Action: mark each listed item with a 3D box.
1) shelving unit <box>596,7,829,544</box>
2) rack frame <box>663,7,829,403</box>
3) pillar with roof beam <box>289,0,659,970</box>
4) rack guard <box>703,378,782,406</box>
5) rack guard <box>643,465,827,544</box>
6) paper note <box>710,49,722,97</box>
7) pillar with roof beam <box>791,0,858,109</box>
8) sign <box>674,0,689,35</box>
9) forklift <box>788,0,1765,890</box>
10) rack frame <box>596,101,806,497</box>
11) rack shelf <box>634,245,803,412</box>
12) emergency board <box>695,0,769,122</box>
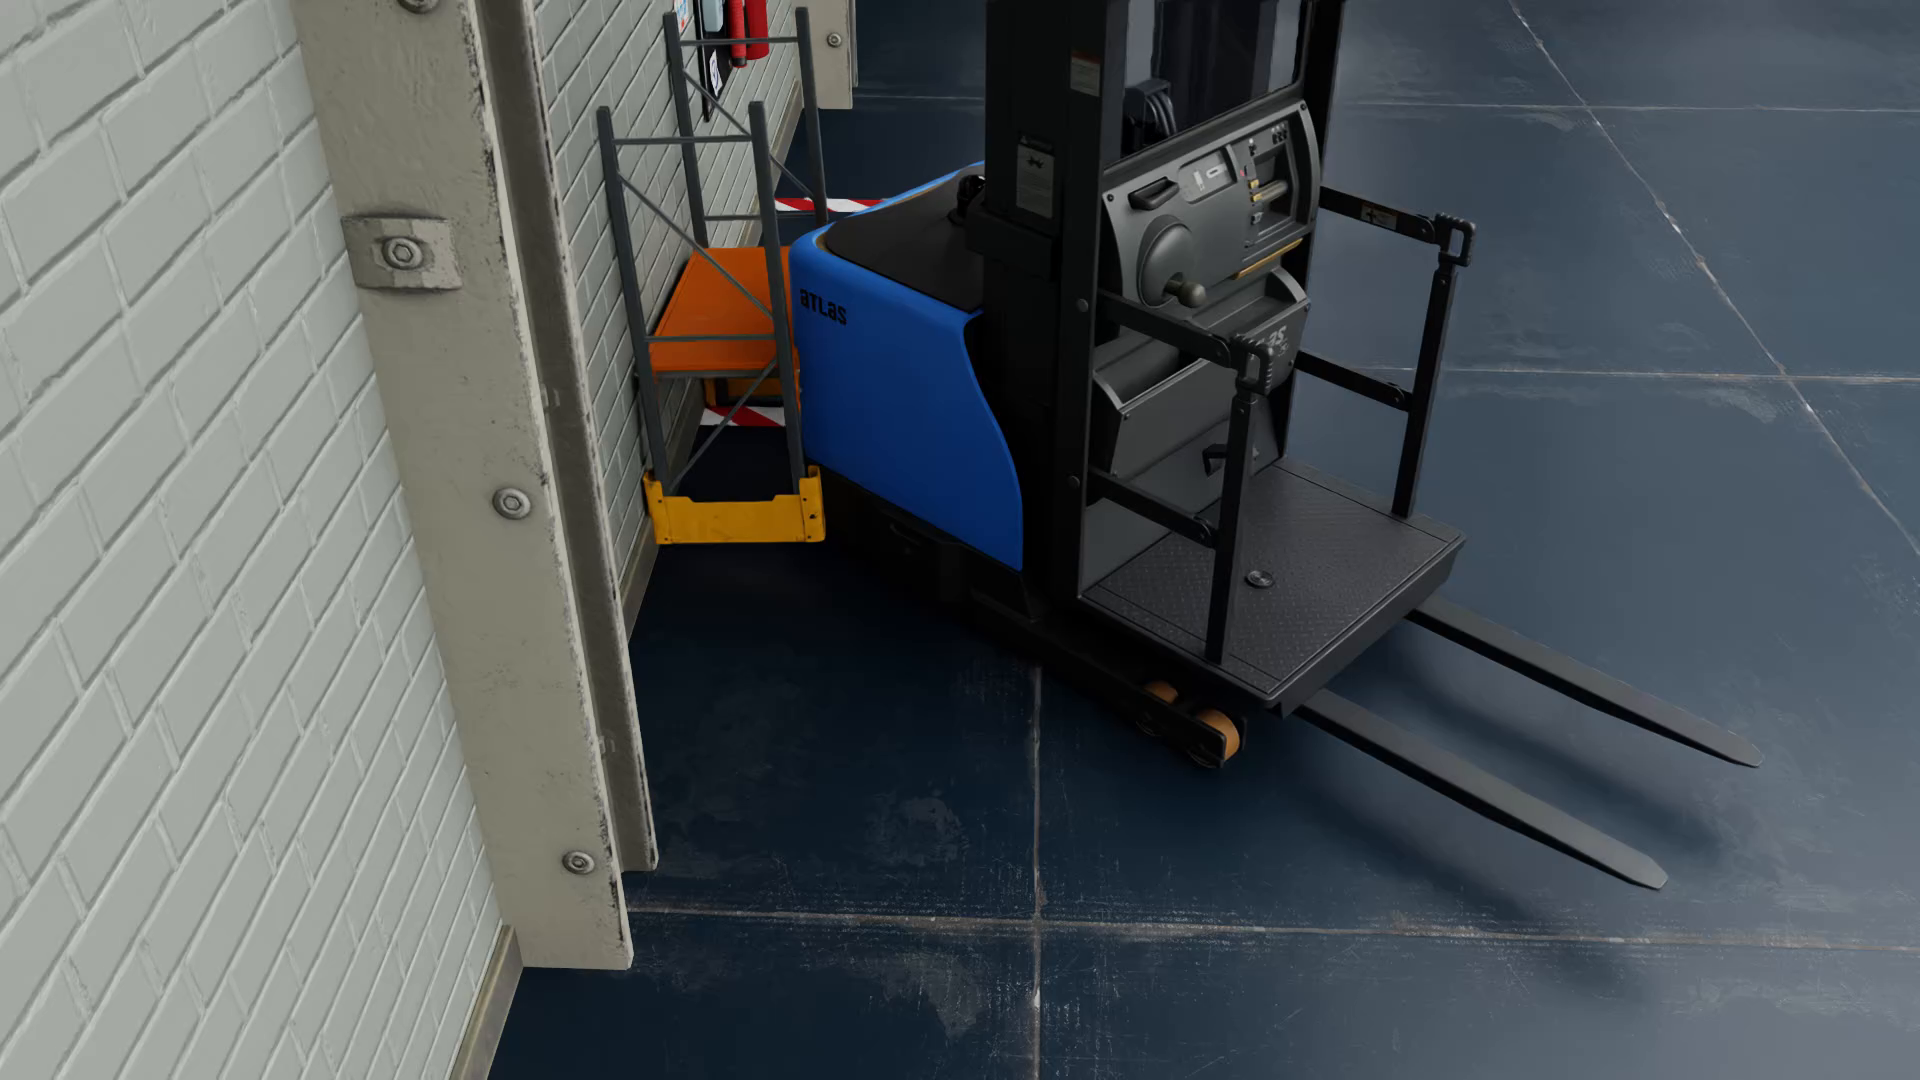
[{"bbox_3d":[-0.759,-0.912,5.679,0.587,1.500,1.083,-1,33,4],"label":"shelving unit"},{"bbox_3d":[-0.734,-1.181,6.099,0.500,1.500,0.032,-1,33,4],"label":"rack frame"},{"bbox_3d":[3.320,-2.614,1.643,9.100,9.000,0.400,1,35,2],"label":"pillar with roof beam"},{"bbox_3d":[-0.704,-0.654,6.433,0.587,0.250,0.087,-1,33,4],"label":"rack guard"},{"bbox_3d":[-0.754,-0.118,5.596,0.587,0.250,0.087,-1,33,4],"label":"rack guard"},{"bbox_3d":[-0.954,-1.826,6.506,0.016,0.148,0.142,1,35,2],"label":"paper note"},{"bbox_3d":[3.561,-6.061,6.548,9.100,9.000,0.400,1,35,2],"label":"pillar with roof beam"},{"bbox_3d":[-1.003,-1.986,5.936,0.001,0.329,0.234,1,35,2],"label":"sign"},{"bbox_3d":[0.860,-0.884,4.458,3.031,2.935,1.130,28,44,34],"label":"forklift"},{"bbox_3d":[-0.785,-0.634,5.244,0.500,1.500,0.032,-1,33,4],"label":"rack frame"},{"bbox_3d":[-0.751,-0.756,5.768,0.538,0.185,1.000,-1,33,4],"label":"rack shelf"},{"bbox_3d":[-0.878,-2.287,6.395,0.194,1.169,0.643,1,35,2],"label":"emergency board"}]
